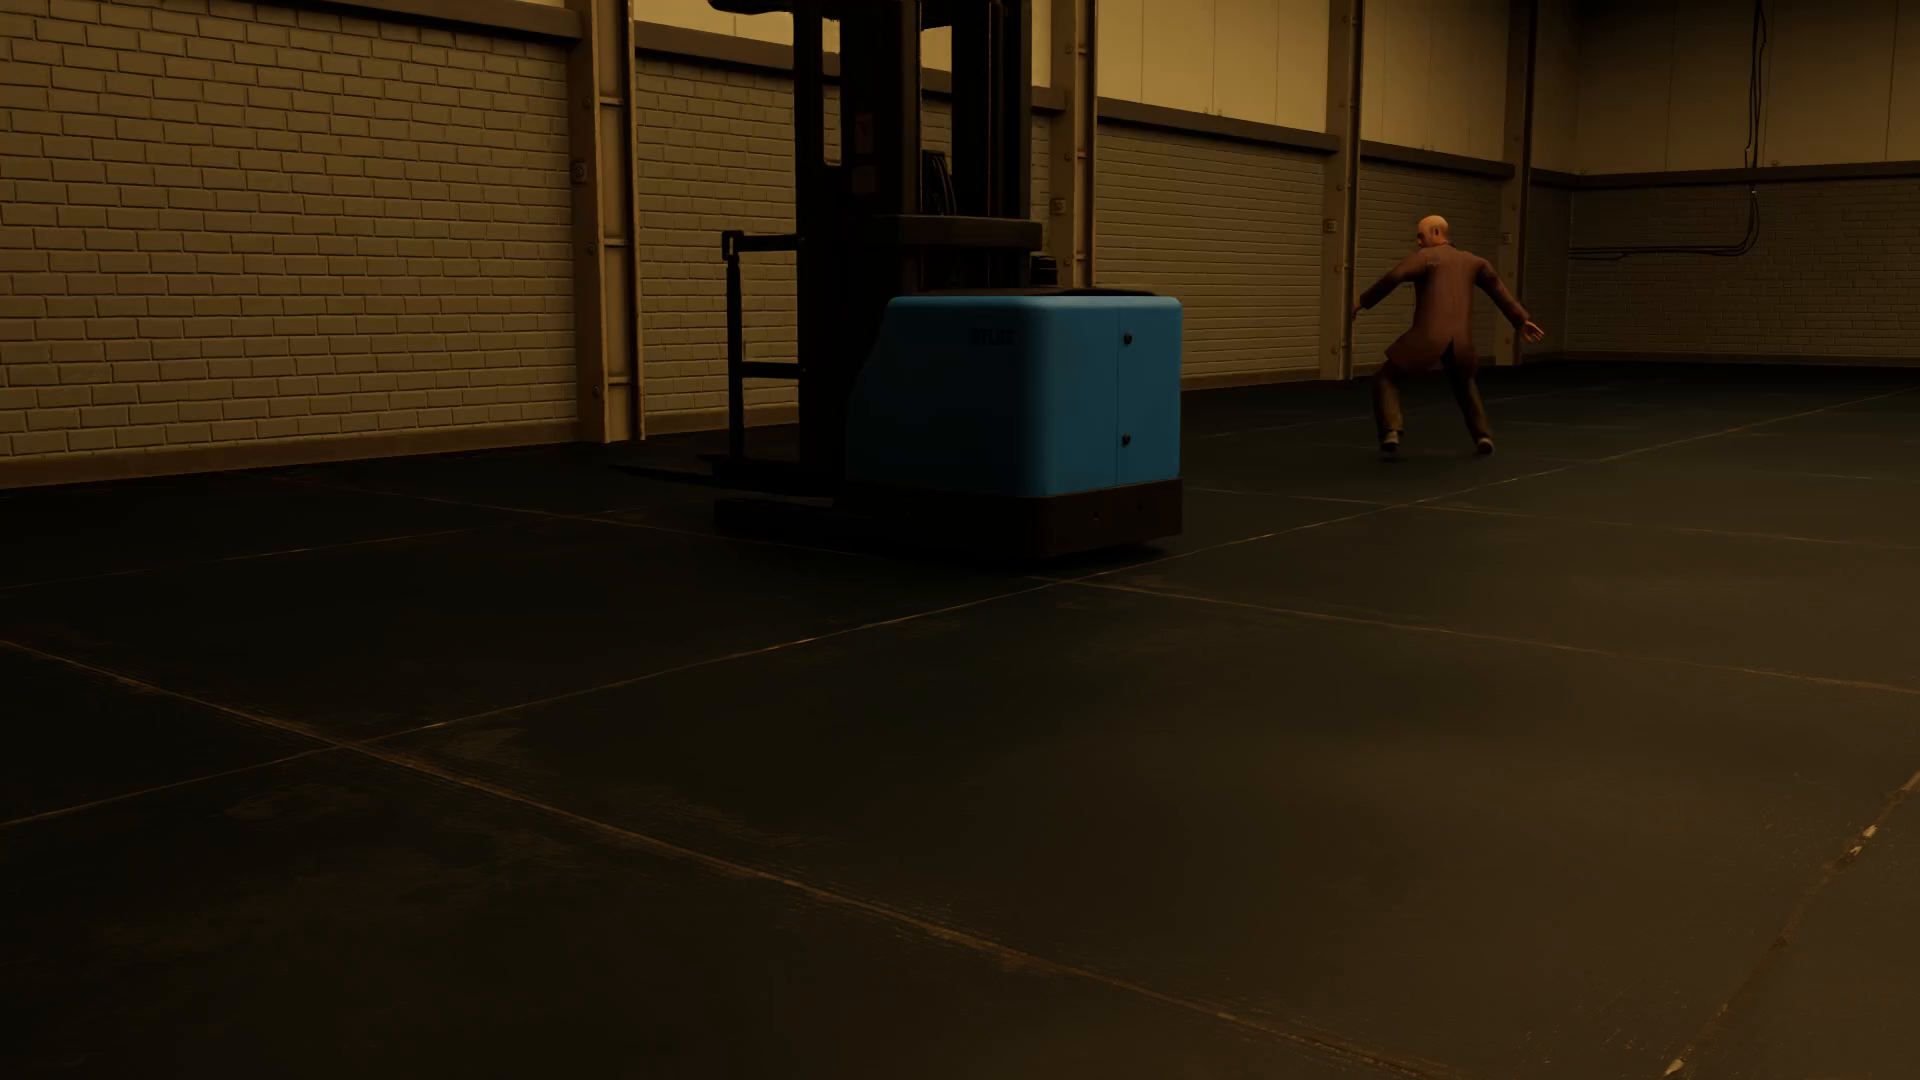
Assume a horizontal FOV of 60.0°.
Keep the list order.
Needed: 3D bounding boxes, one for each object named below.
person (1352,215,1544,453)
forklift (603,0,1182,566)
[{"bbox_3d":[3.270,-1.315,11.213,1.155,1.727,0.592,-2,9,-14],"label":"person"},{"bbox_3d":[-0.483,-1.504,7.561,3.031,2.935,1.130,7,11,42],"label":"forklift"}]
